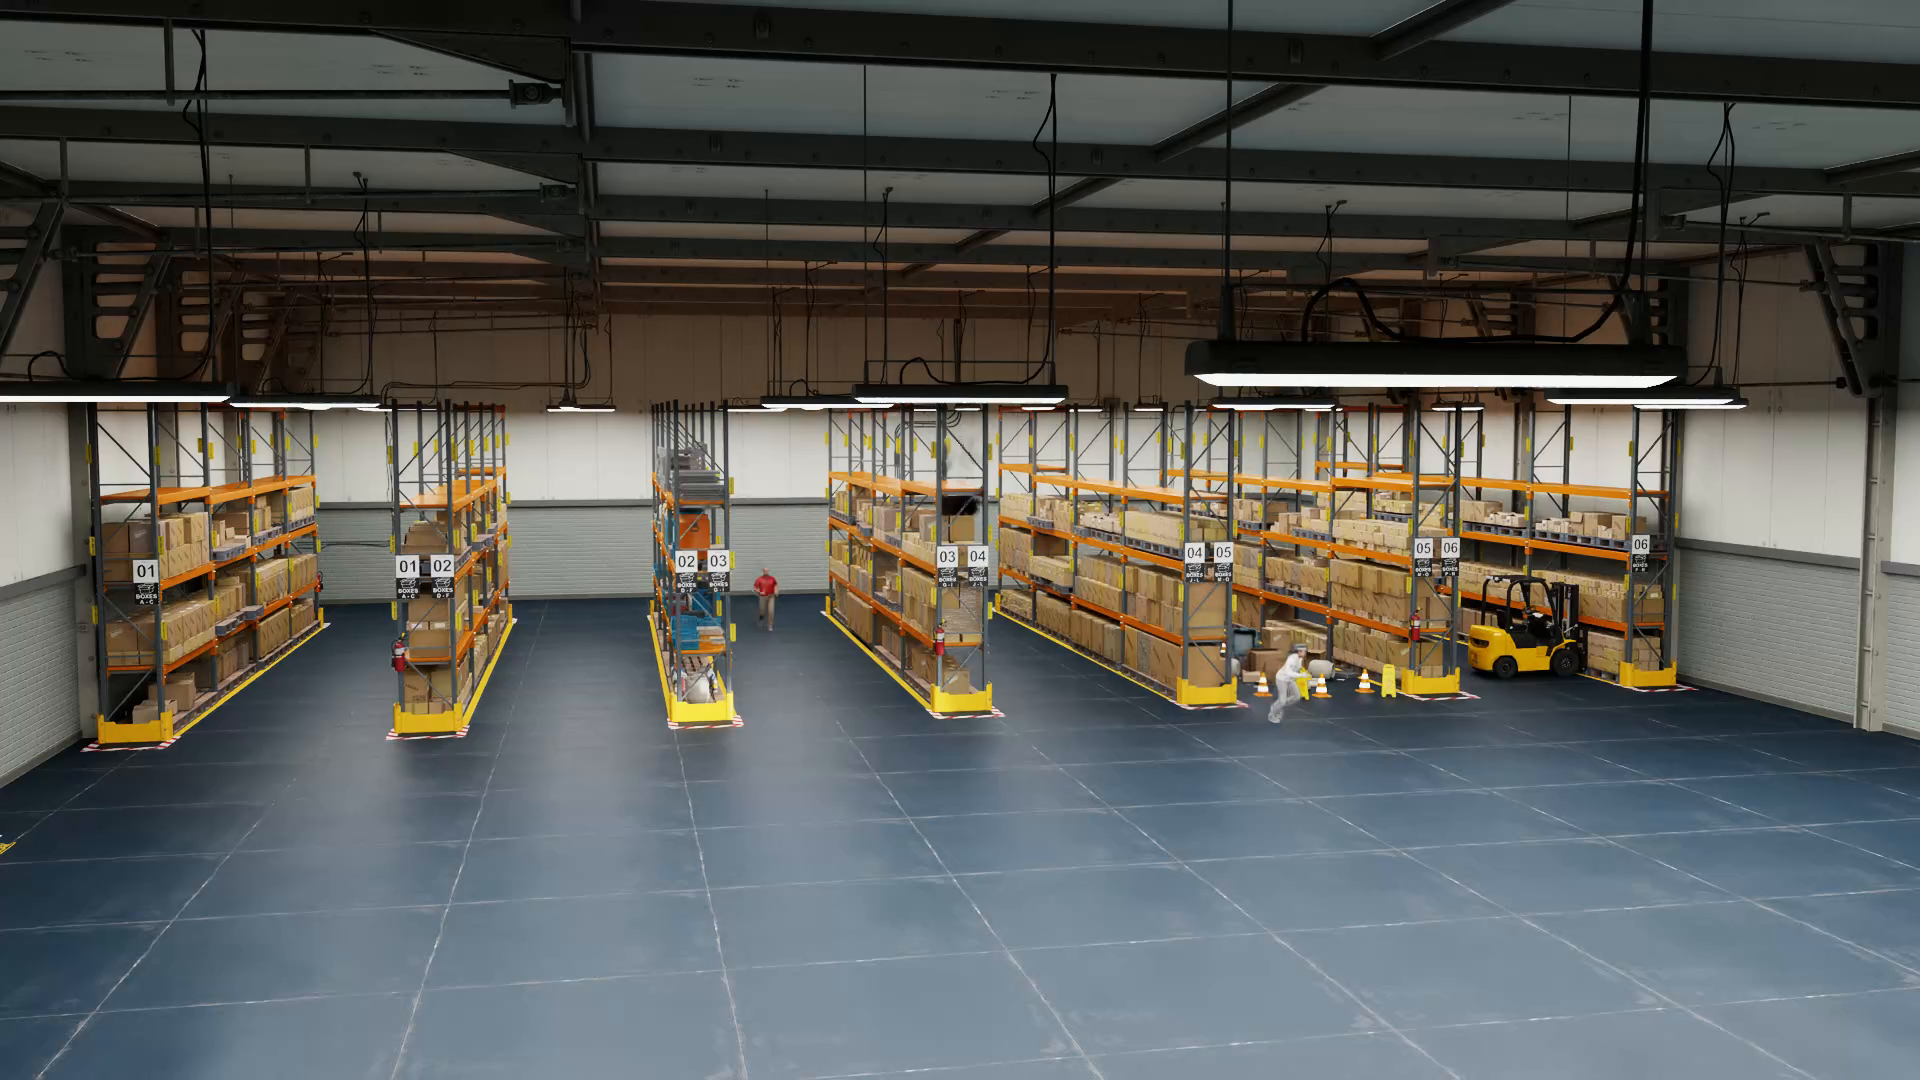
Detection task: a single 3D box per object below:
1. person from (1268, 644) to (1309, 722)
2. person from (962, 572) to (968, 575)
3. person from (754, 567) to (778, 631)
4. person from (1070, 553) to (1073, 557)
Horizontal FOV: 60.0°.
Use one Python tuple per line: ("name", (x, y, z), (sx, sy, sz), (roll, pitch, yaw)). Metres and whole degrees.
("person", (6.135, 2.644, 30.878), (0.841, 1.503, 0.644), (3, 5, 36))
("person", (0.198, 1.271, 48.007), (0.681, 1.759, 0.806), (0, 4, 1))
("person", (-5.123, 1.559, 44.068), (0.674, 1.682, 0.782), (-1, 5, -19))
("person", (3.287, 1.219, 48.592), (0.547, 1.701, 0.916), (-3, 5, -37))
